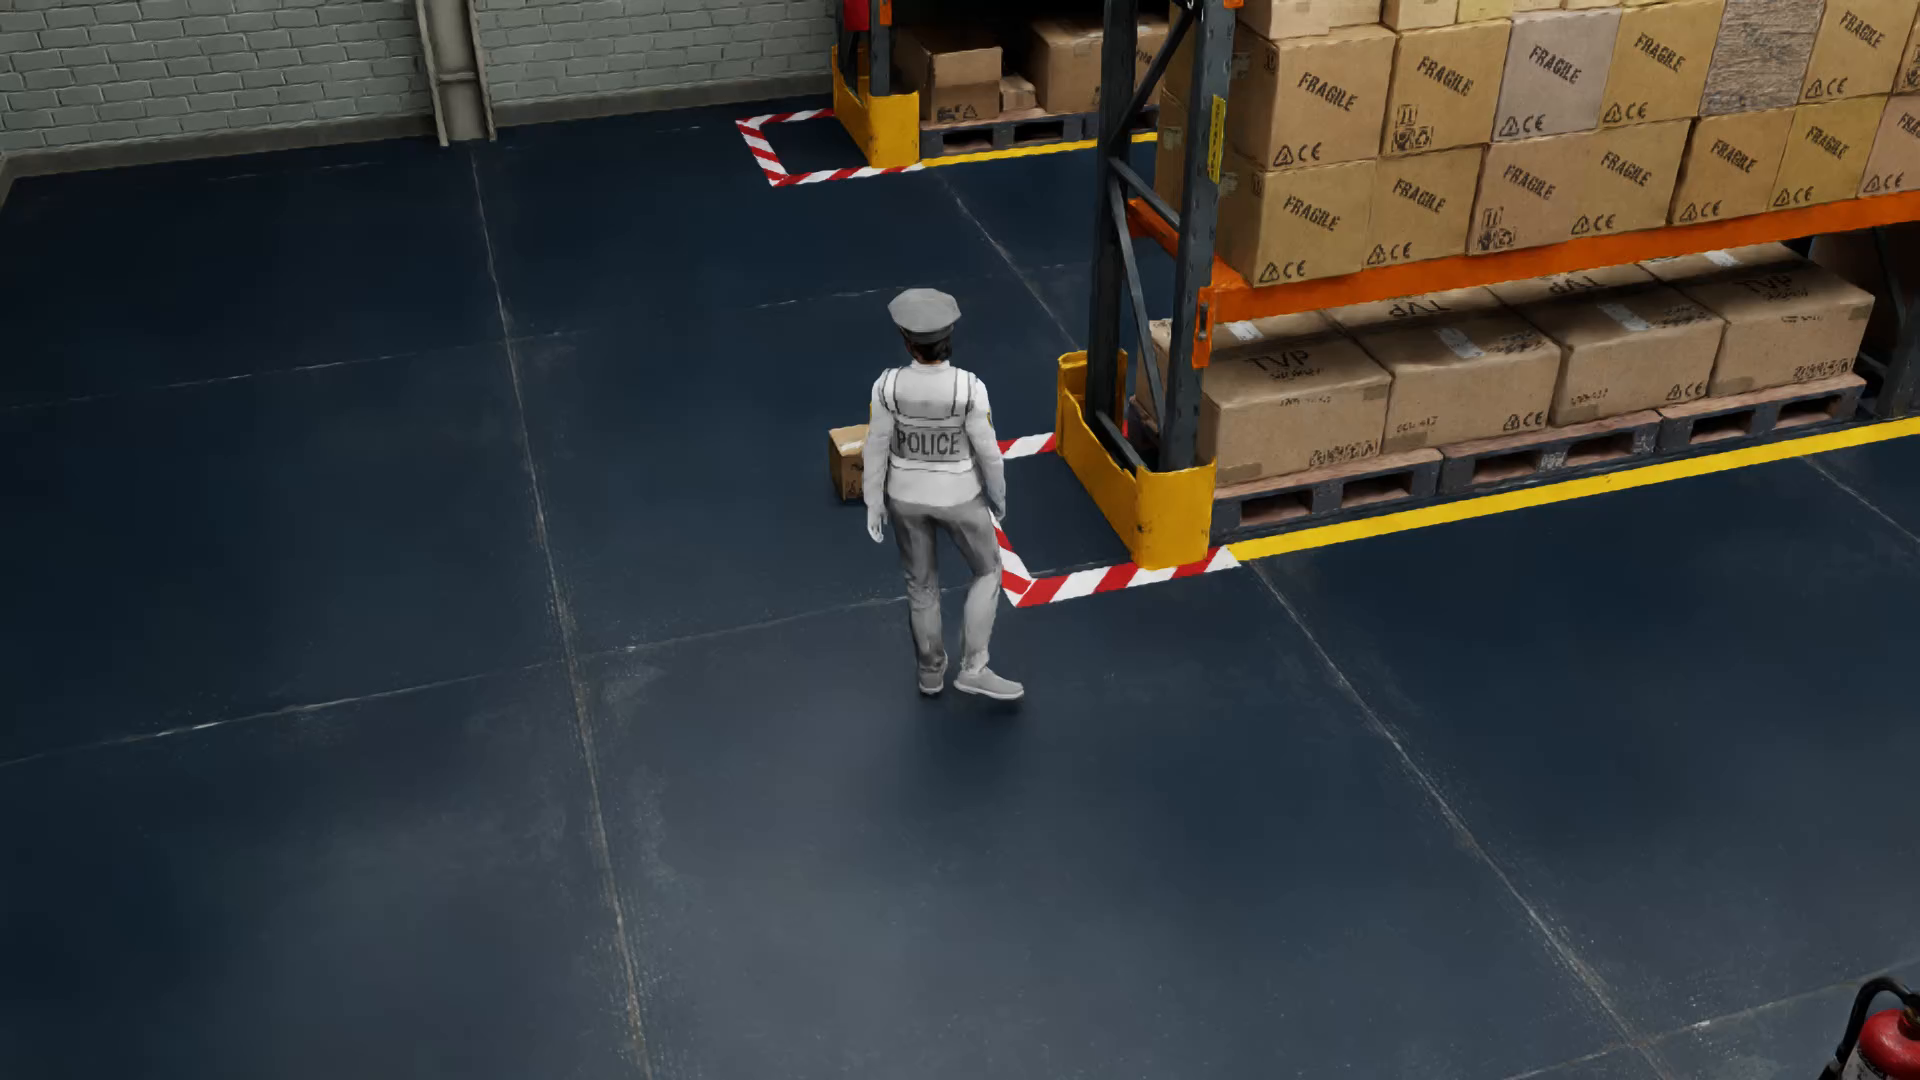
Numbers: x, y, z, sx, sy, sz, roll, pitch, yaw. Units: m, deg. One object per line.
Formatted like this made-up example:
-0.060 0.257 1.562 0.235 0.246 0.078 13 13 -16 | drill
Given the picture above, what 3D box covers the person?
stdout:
-0.048 -0.122 6.289 0.648 1.659 0.437 6 35 8 | person
